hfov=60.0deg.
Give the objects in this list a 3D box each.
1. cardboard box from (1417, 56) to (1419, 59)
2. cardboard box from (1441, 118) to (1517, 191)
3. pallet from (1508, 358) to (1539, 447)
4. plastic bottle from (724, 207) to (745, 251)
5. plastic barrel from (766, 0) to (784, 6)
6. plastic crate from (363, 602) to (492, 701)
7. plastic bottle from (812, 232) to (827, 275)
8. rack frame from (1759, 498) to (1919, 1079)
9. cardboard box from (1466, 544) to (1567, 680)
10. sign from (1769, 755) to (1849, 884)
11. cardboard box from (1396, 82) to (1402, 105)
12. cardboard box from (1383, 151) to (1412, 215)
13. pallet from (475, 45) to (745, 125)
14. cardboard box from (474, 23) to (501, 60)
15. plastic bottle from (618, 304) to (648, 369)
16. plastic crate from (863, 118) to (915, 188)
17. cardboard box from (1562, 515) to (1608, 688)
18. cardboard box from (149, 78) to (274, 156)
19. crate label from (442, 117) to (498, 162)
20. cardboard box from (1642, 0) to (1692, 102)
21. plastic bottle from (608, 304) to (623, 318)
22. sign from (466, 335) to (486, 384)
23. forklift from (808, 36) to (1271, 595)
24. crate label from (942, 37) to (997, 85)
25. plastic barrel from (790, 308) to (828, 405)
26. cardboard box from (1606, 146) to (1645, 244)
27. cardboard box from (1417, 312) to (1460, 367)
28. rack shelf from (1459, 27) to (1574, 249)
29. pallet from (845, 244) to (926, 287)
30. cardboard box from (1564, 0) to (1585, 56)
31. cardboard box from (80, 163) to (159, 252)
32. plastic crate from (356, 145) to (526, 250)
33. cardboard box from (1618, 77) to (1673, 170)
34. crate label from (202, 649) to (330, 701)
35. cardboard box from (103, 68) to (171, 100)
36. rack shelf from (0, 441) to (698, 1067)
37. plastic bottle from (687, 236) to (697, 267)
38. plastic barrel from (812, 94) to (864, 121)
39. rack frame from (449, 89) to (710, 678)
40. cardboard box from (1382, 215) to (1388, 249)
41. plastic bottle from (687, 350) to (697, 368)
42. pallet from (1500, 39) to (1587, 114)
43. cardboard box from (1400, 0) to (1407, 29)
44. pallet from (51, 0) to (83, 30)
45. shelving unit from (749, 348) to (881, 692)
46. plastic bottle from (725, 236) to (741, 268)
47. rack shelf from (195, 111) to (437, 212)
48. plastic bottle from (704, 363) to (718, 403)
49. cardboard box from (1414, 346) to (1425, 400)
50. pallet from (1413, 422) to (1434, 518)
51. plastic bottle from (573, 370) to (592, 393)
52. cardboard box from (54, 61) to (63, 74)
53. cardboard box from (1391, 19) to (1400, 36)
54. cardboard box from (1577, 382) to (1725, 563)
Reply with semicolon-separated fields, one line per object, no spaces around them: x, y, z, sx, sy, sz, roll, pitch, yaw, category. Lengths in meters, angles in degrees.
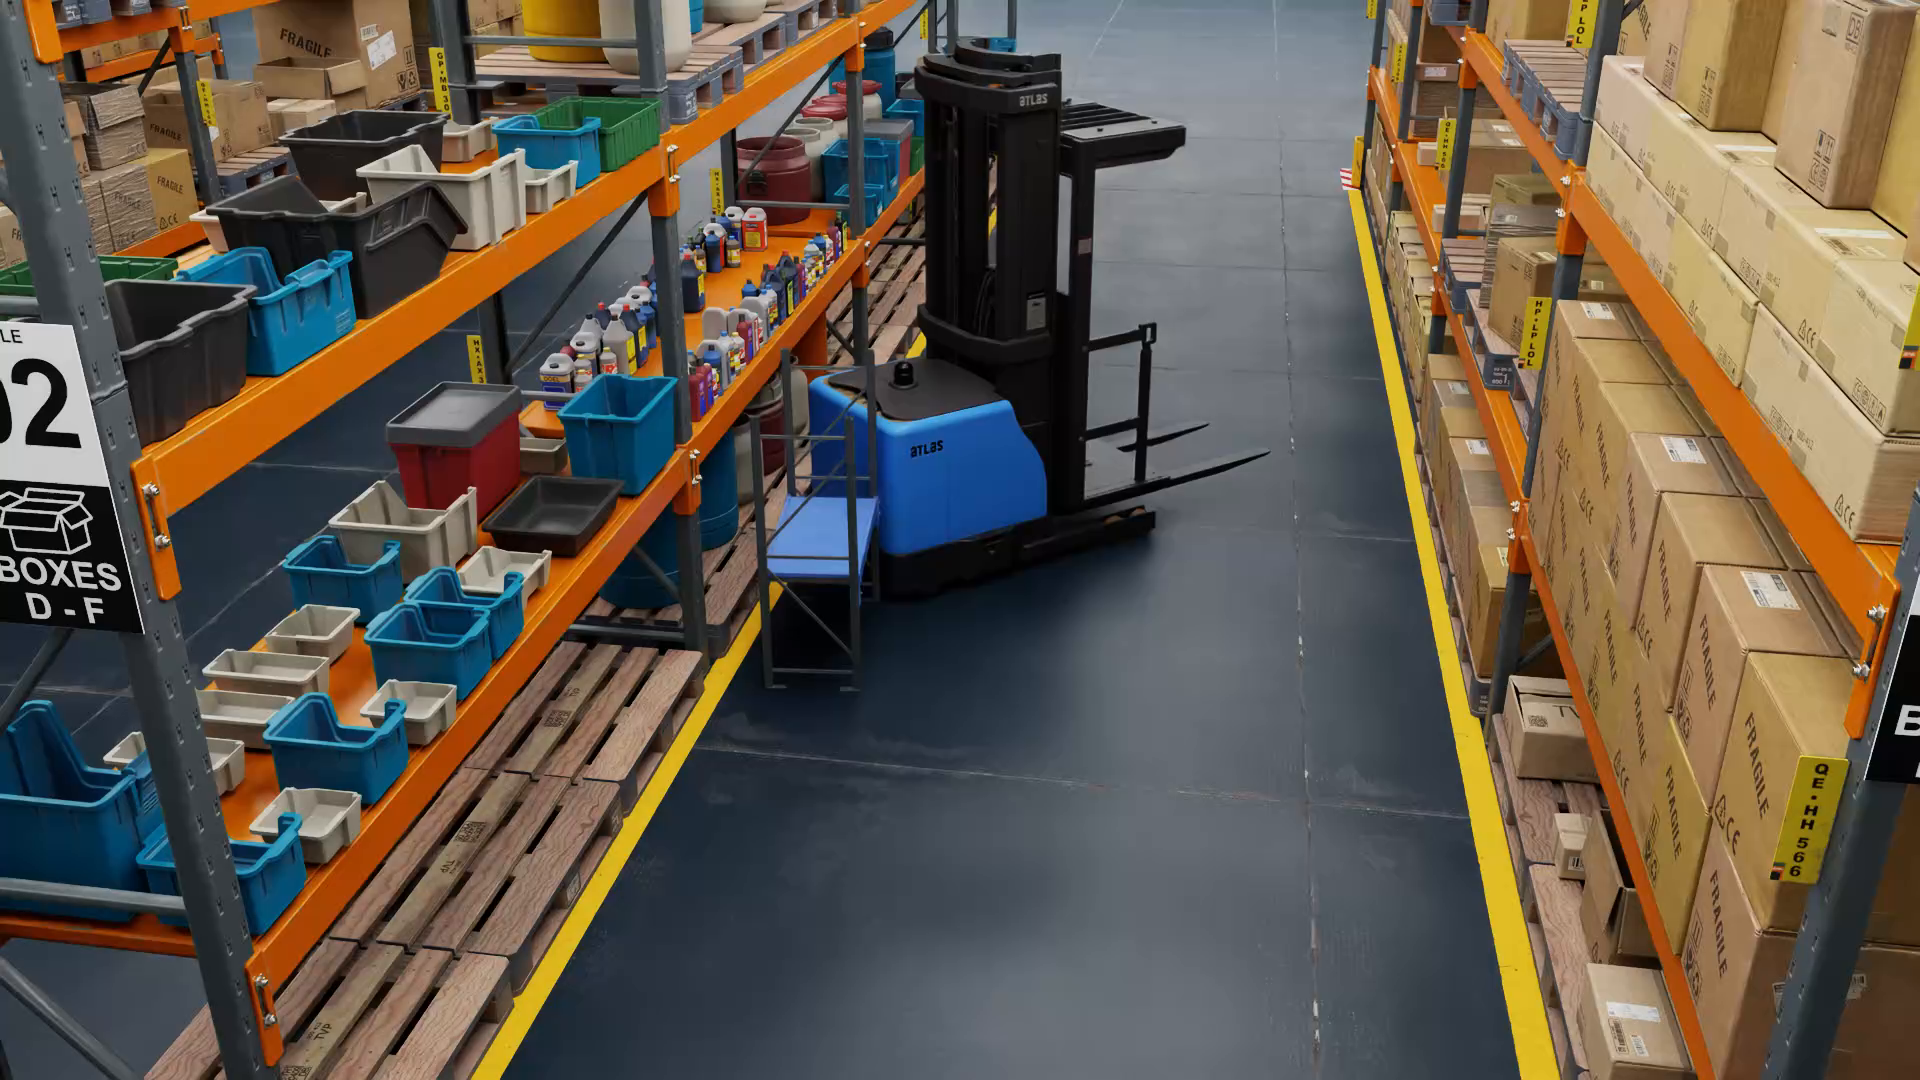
4.245;-4.258;14.926;0.380;0.149;0.250;3;25;7;cardboard box
4.060;-2.983;12.966;0.500;0.500;0.500;4;25;9;cardboard box
3.300;-0.581;8.179;1.003;0.211;1.213;4;25;9;pallet
-1.560;-2.144;11.439;0.152;0.276;0.135;4;25;9;plastic bottle
-1.201;-3.386;10.076;0.301;0.262;0.301;0;25;0;plastic barrel
-1.897;0.404;5.974;0.416;0.233;0.300;4;25;9;plastic crate
-0.922;-1.877;10.874;0.097;0.271;0.097;0;25;0;plastic bottle
2.408;1.332;3.867;1.000;3.000;0.127;4;25;9;rack frame
2.860;0.365;8.361;0.500;0.500;0.500;4;25;8;cardboard box
1.864;0.617;3.654;0.100;0.325;0.005;4;25;9;sign
4.684;-4.563;16.343;0.700;0.500;0.500;5;26;10;cardboard box
4.323;-3.389;15.816;0.500;0.500;0.500;4;25;9;cardboard box
-1.792;-2.294;8.296;1.213;0.211;1.003;4;25;9;pallet
-5.152;-4.946;16.809;0.875;0.500;0.500;4;25;9;cardboard box
-1.824;-1.138;9.201;0.144;0.351;0.185;4;25;9;plastic bottle
-0.604;-3.043;13.136;0.402;0.464;0.583;4;25;9;plastic crate
2.545;0.231;6.100;0.500;0.500;0.500;4;25;8;cardboard box
-6.015;-3.407;13.376;0.700;0.500;0.500;8;26;16;cardboard box
-2.189;-1.741;7.203;0.293;0.136;0.466;4;25;9;crate label
2.799;-1.793;5.706;0.700;0.500;0.500;4;25;9;cardboard box
-1.936;-1.181;9.381;0.152;0.276;0.135;4;25;9;plastic bottle
-2.366;-0.850;8.202;0.100;0.325;0.005;4;25;9;sign
0.609;-1.479;9.952;3.031;2.935;1.130;-16;29;-30;forklift
0.103;-4.932;17.207;0.502;0.435;0.616;4;25;9;crate label
-1.233;-1.360;11.683;0.600;0.830;0.708;4;25;9;plastic barrel
2.653;-1.237;5.993;0.500;0.250;0.500;4;25;9;cardboard box
3.559;-1.449;11.894;0.500;0.311;0.500;5;25;10;cardboard box
3.389;-2.210;8.744;1.077;0.370;4.000;4;25;9;rack shelf
-0.607;-2.438;15.209;1.003;0.211;1.213;4;25;9;pallet
3.432;-2.744;8.305;0.600;0.600;0.600;3;25;6;cardboard box
-5.980;-2.316;11.541;0.500;0.500;0.500;4;25;8;cardboard box
-1.811;-1.224;5.927;0.437;0.282;0.530;4;25;9;plastic crate
2.658;-1.463;5.886;0.500;0.250;0.500;4;25;9;cardboard box
-2.440;0.487;5.911;0.396;0.136;0.243;4;25;9;crate label
-9.813;-5.005;19.416;0.875;0.875;0.875;4;25;8;cardboard box
-2.151;0.476;6.543;1.077;0.370;4.000;4;25;9;rack shelf
-1.740;-1.805;10.705;0.061;0.283;0.133;4;25;9;plastic bottle
-1.009;-3.402;13.819;0.433;0.535;0.433;0;25;0;plastic barrel
-1.824;-0.686;8.177;1.000;3.000;0.127;4;25;9;rack frame
4.230;-2.841;15.530;0.500;0.250;0.500;4;25;9;cardboard box
-1.439;-0.917;8.905;0.097;0.201;0.097;0;25;0;plastic bottle
3.404;-2.317;8.344;1.213;0.211;1.003;4;25;9;pallet
4.764;-5.345;16.483;0.700;0.500;0.500;4;25;9;cardboard box
-6.289;-3.234;10.306;1.003;0.211;1.213;5;26;11;pallet
-0.733;-0.125;8.747;0.538;1.500;1.048;1;25;3;shelving unit
-1.509;-1.916;11.040;0.097;0.201;0.097;0;25;0;plastic bottle
-5.730;-3.213;14.424;1.077;0.370;4.000;4;25;9;rack shelf
-1.321;-0.825;8.709;0.097;0.201;0.097;0;25;0;plastic bottle
3.561;-1.196;12.015;0.500;0.250;0.500;5;25;10;cardboard box
3.557;-0.442;10.945;1.003;0.211;1.213;4;25;9;pallet
-1.952;-0.782;8.618;0.097;0.201;0.097;0;25;0;plastic bottle
-10.164;-5.216;17.677;0.875;0.550;0.550;4;25;9;cardboard box
4.621;-5.230;17.001;0.380;0.149;0.250;4;25;8;cardboard box
2.539;-0.231;5.908;0.500;0.500;0.500;3;25;7;cardboard box
